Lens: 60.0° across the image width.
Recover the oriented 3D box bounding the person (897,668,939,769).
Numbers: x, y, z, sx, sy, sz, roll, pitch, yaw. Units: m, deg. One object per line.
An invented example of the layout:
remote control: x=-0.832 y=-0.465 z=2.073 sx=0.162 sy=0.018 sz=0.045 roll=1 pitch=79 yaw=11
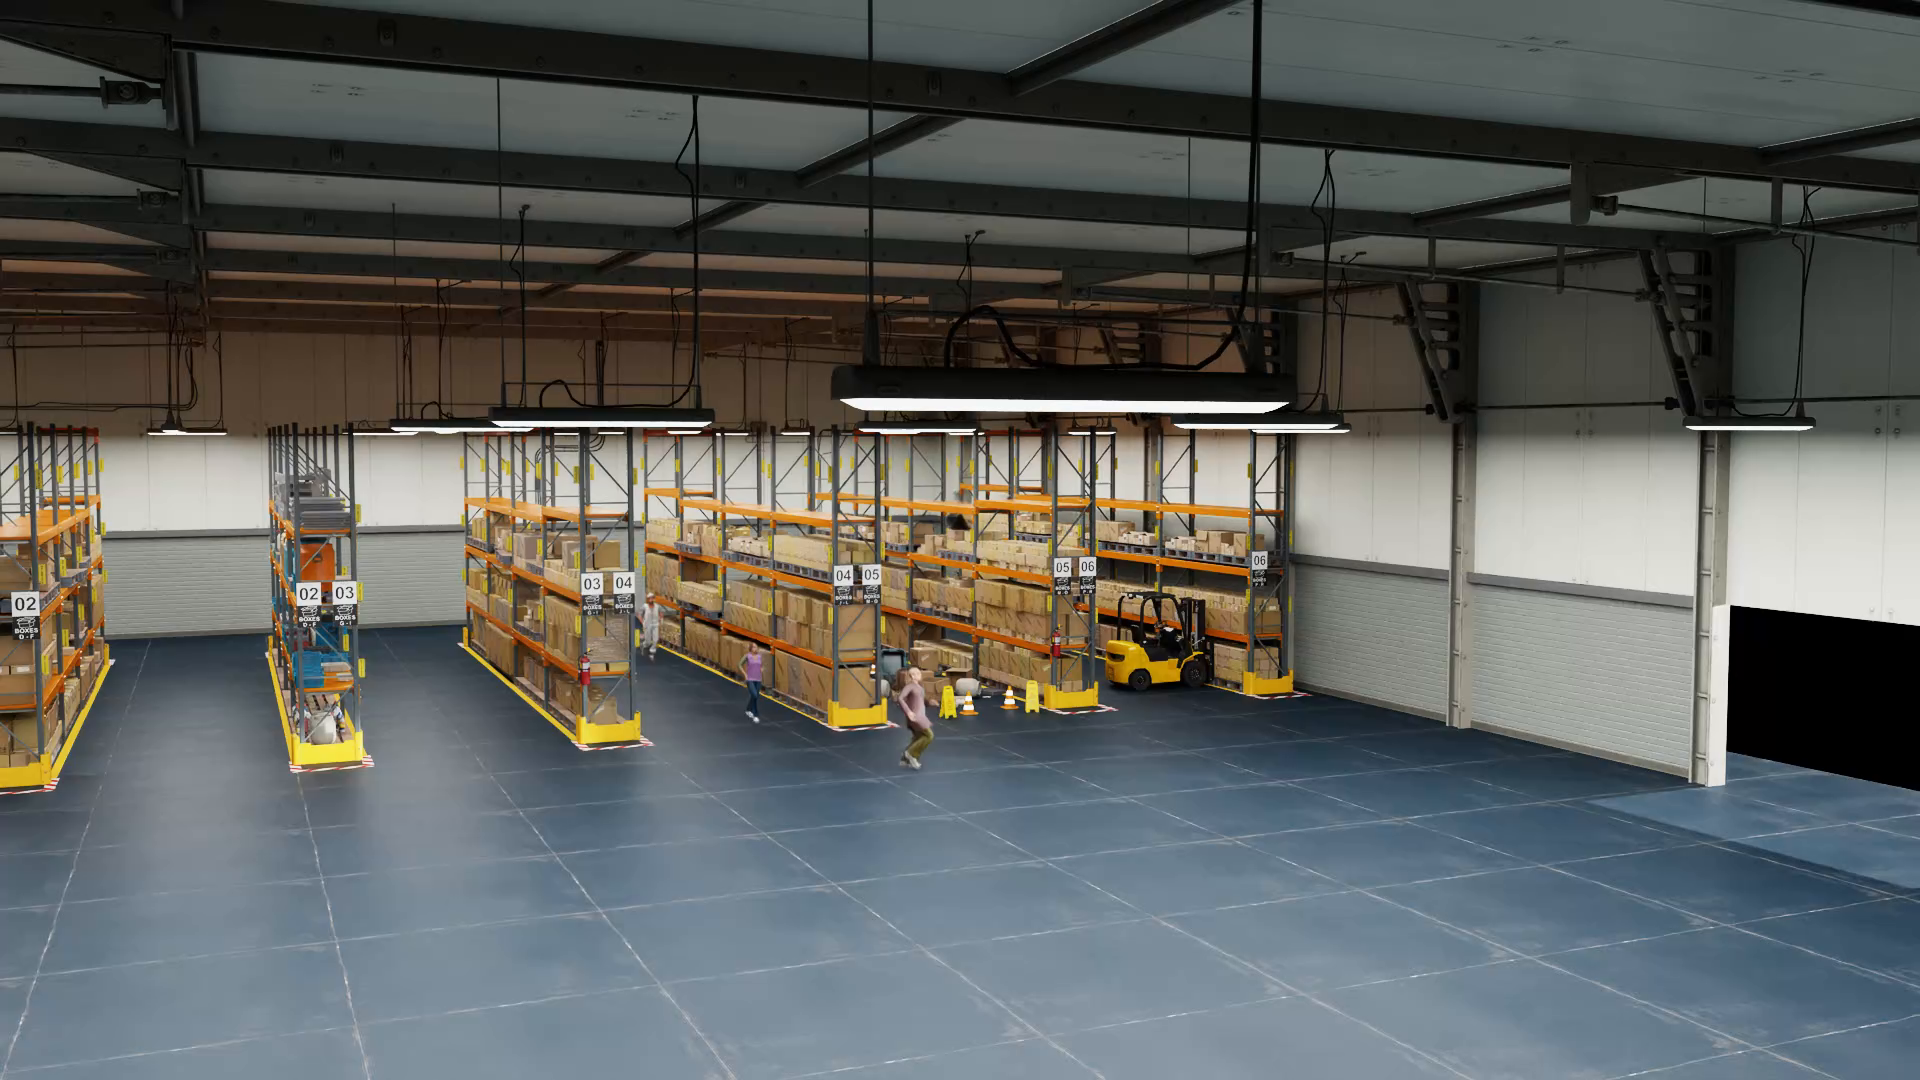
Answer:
person: x=-0.717 y=3.081 z=28.765 sx=0.705 sy=1.746 sz=0.695 roll=1 pitch=4 yaw=10

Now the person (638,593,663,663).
person: x=-7.948 y=2.245 z=42.764 sx=0.657 sy=1.764 sz=0.700 roll=-2 pitch=4 yaw=-26

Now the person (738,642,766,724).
person: x=-4.182 y=2.880 z=33.624 sx=0.525 sy=1.624 sz=0.650 roll=-2 pitch=4 yaw=-35
